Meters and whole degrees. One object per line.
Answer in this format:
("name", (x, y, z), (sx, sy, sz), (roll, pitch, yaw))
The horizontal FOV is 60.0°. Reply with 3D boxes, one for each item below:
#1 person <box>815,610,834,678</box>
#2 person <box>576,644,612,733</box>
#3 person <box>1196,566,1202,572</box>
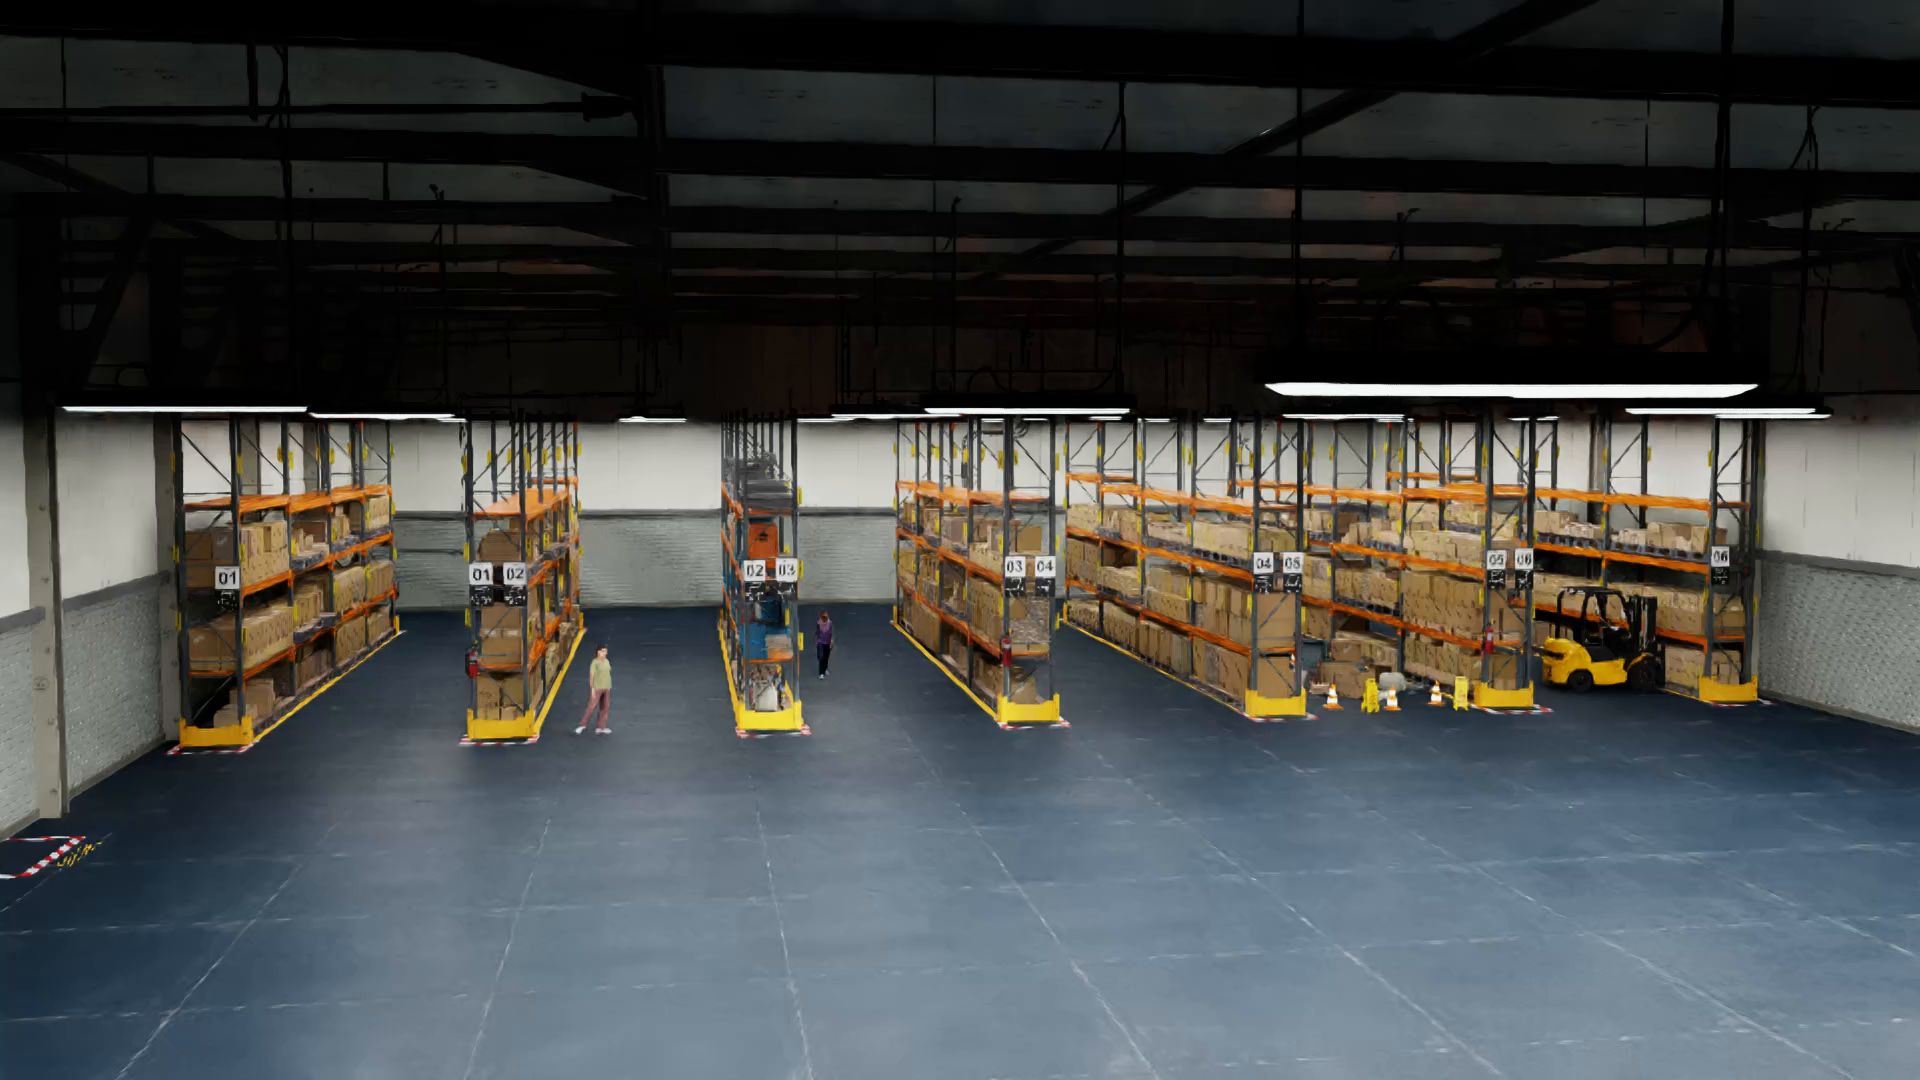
("person", (-3.067, 2.330, 37.713), (0.416, 1.512, 1.034), (-1, 4, -11))
("person", (-6.774, 2.751, 30.719), (0.482, 1.665, 0.654), (3, 5, 38))
("person", (7.582, 1.237, 52.843), (0.410, 1.587, 0.557), (-3, 5, -40))
